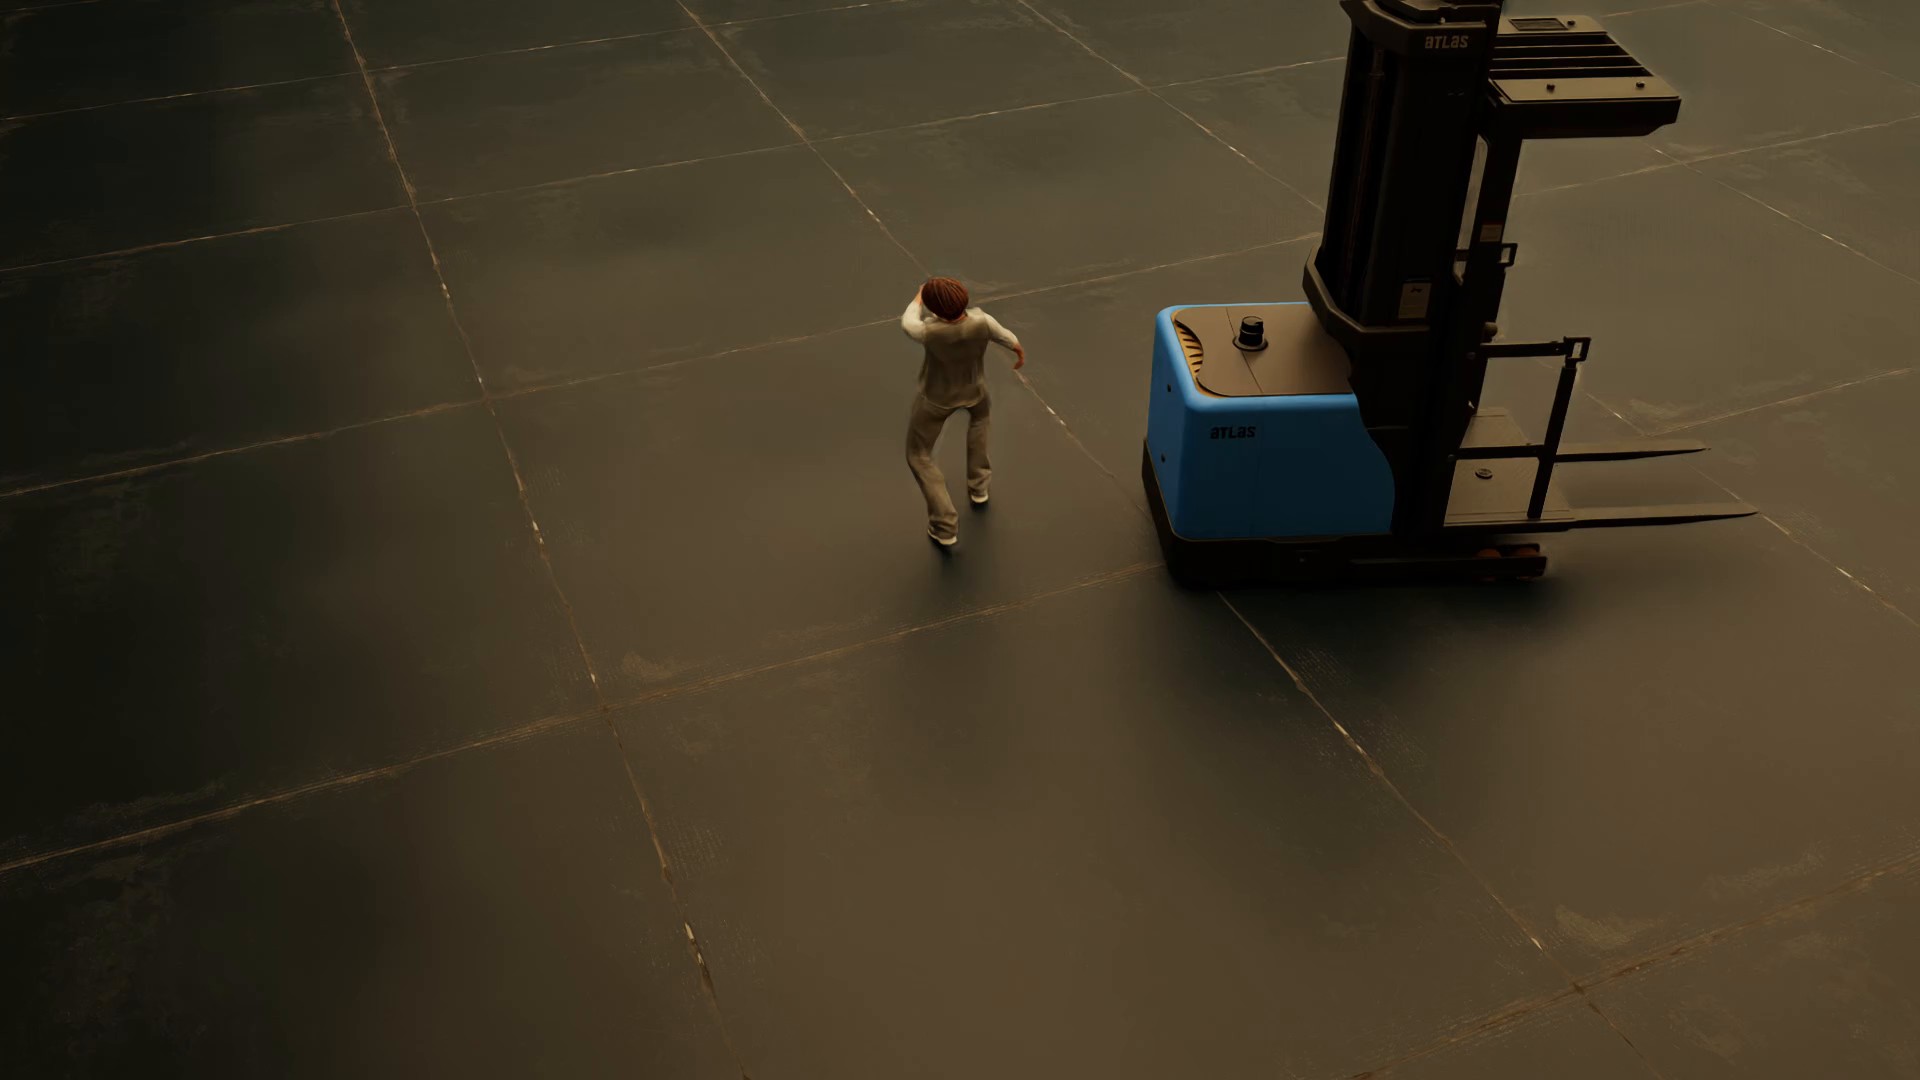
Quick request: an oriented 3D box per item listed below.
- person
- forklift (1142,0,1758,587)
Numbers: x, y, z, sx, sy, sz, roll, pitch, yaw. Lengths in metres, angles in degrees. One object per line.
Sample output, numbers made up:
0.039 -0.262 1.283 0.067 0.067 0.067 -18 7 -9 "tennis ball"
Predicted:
0.018 -0.793 8.485 0.712 1.442 0.794 -18 39 -24 "person"
2.520 -1.290 7.912 3.031 2.935 1.130 -2 35 -3 "forklift"
